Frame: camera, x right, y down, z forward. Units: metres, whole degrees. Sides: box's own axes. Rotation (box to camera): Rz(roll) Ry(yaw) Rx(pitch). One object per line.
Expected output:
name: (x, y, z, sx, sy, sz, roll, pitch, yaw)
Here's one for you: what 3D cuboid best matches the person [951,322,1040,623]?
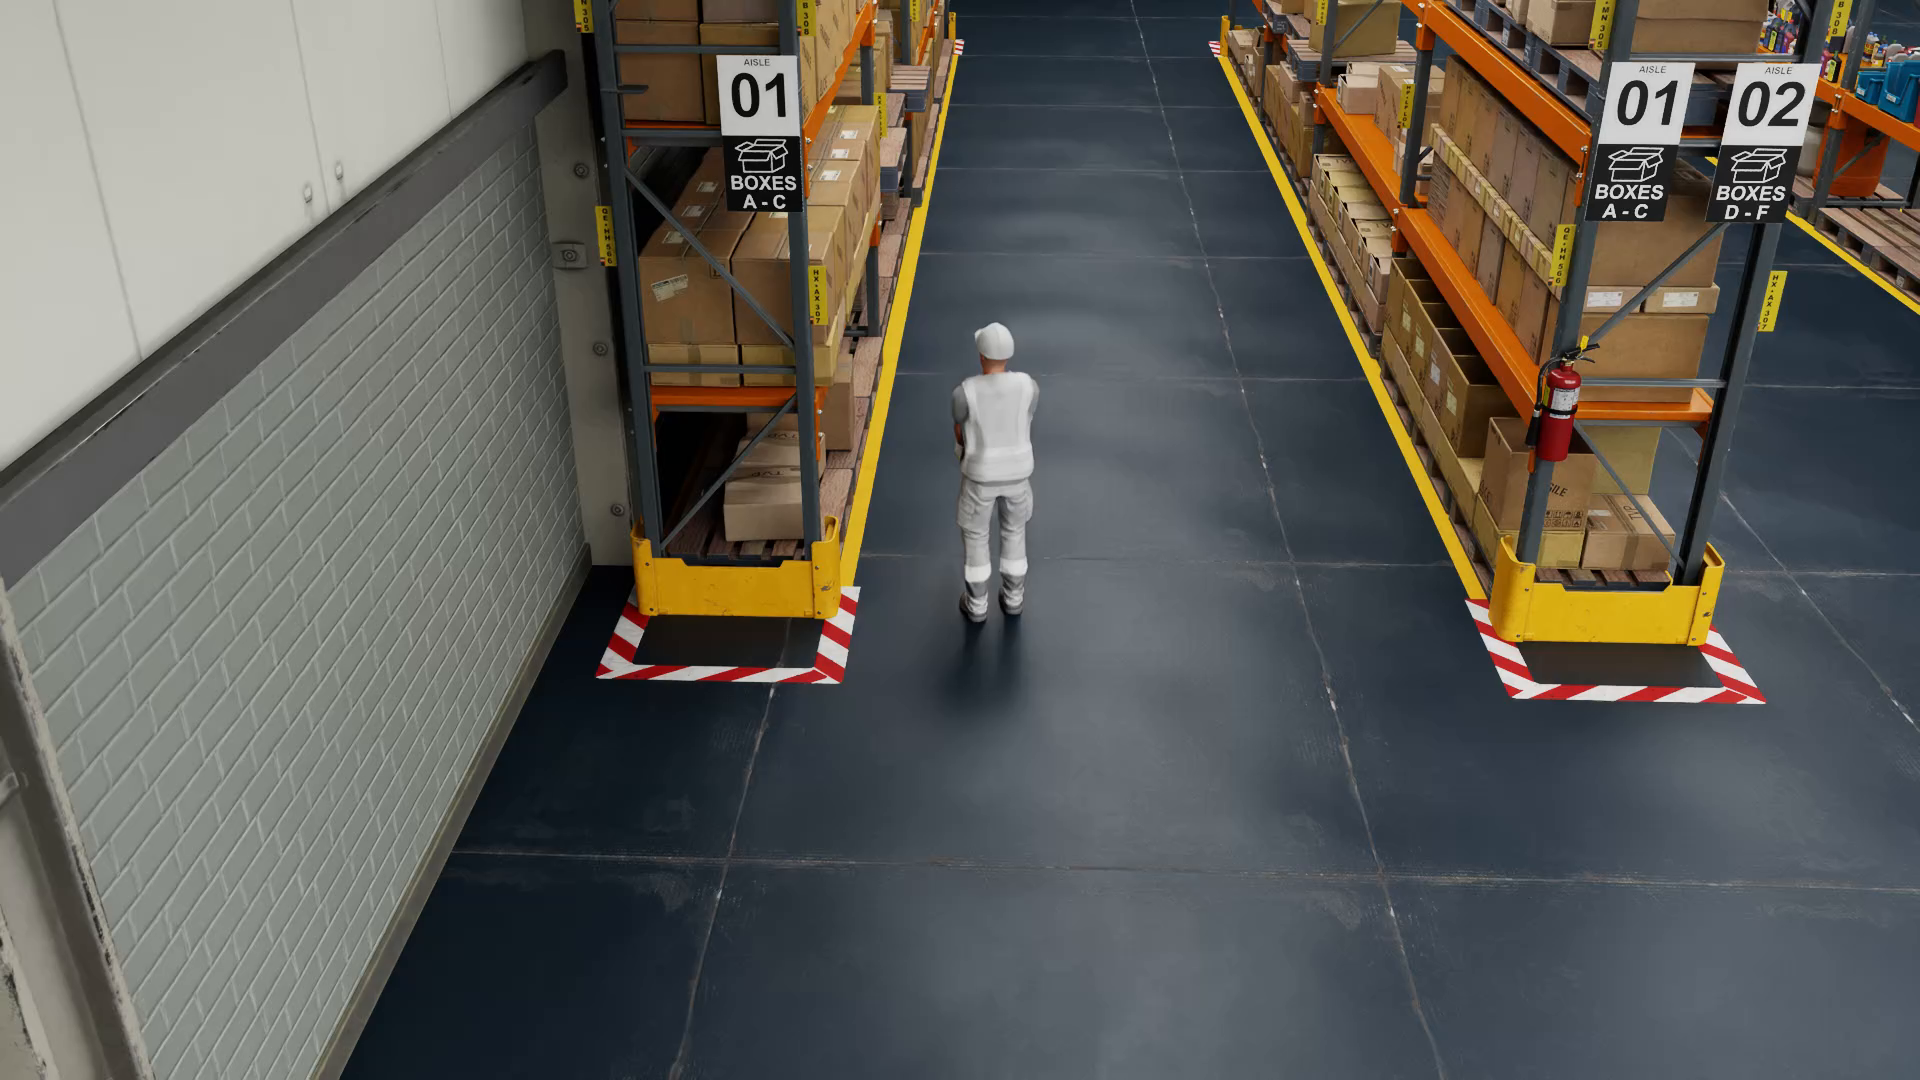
person: (0.171, -0.416, 9.386, 0.495, 1.787, 0.562, -5, 28, -10)
